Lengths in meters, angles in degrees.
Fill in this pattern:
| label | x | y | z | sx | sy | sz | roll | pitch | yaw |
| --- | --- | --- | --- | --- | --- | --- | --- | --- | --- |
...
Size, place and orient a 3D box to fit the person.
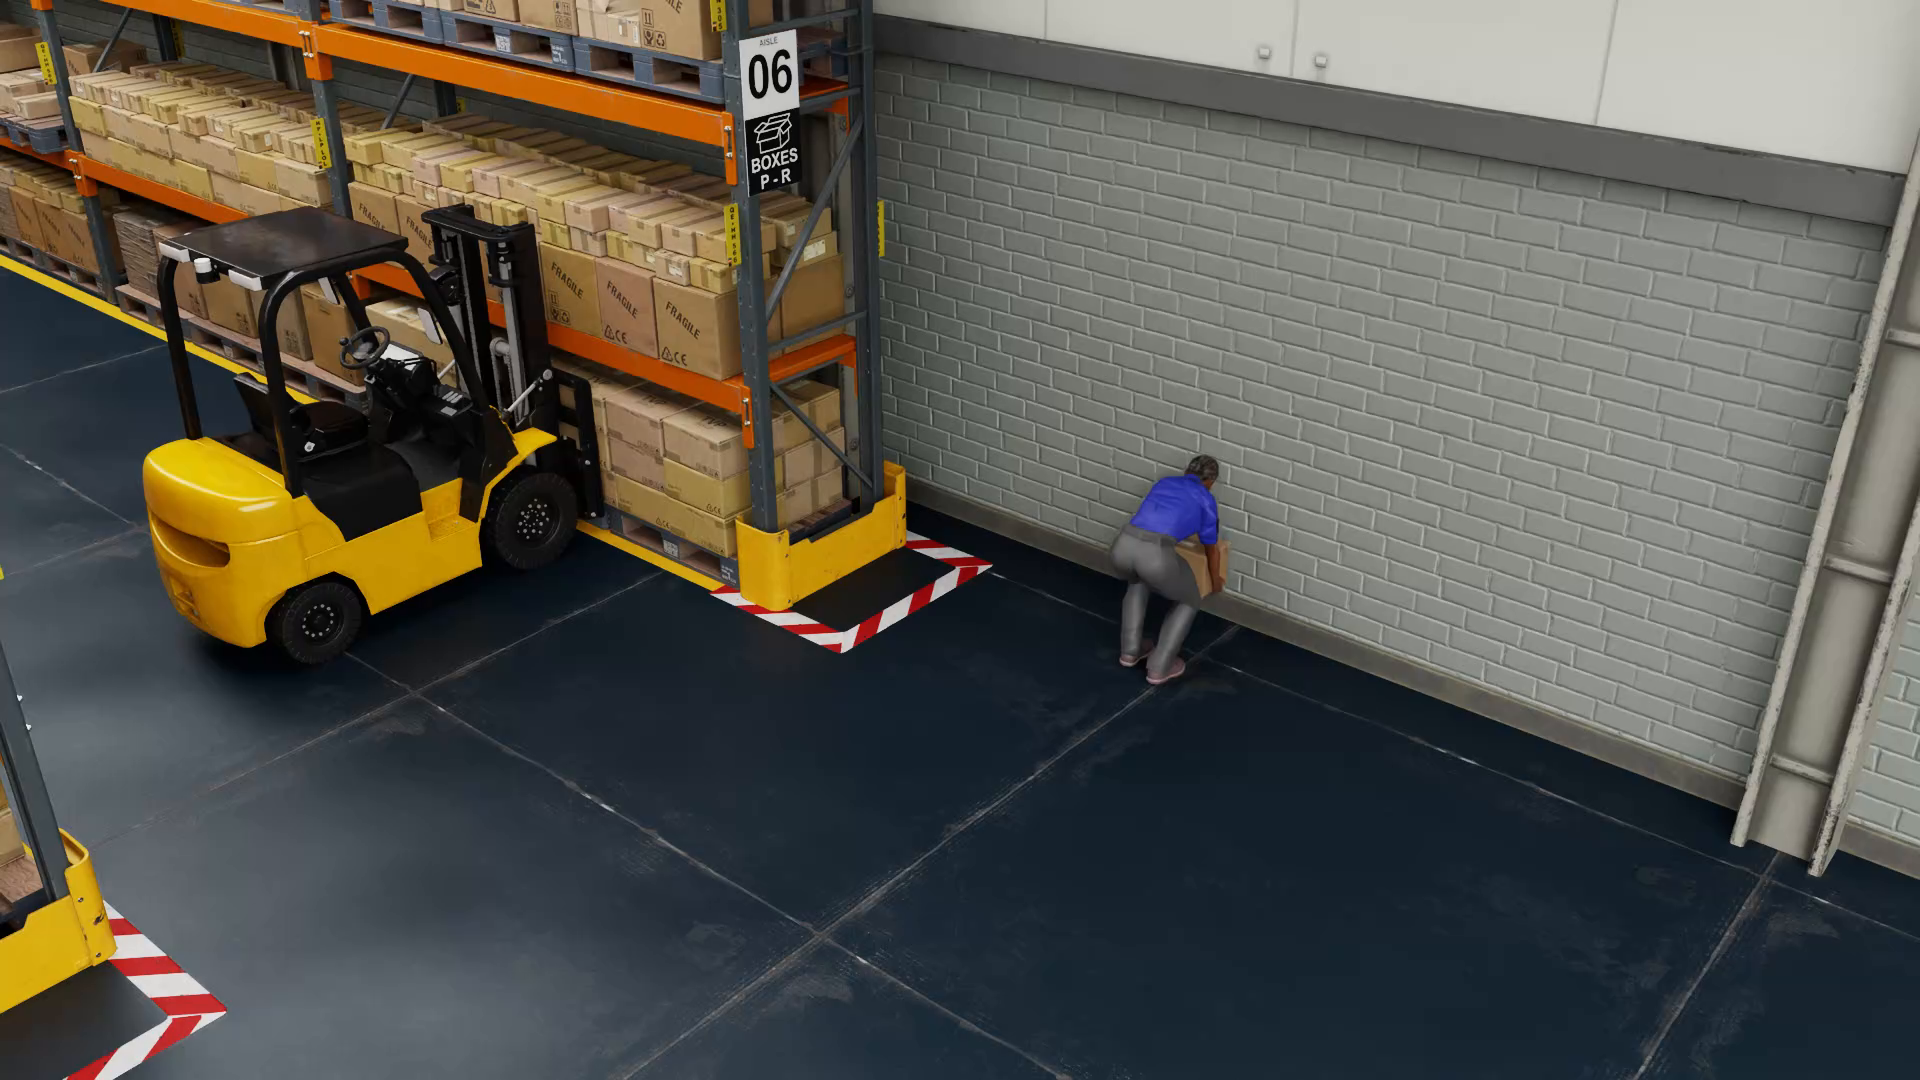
| label | x | y | z | sx | sy | sz | roll | pitch | yaw |
| --- | --- | --- | --- | --- | --- | --- | --- | --- | --- |
| person | 1.130 | 0.068 | 8.908 | 0.421 | 1.283 | 0.803 | 20 | 33 | 33 |
